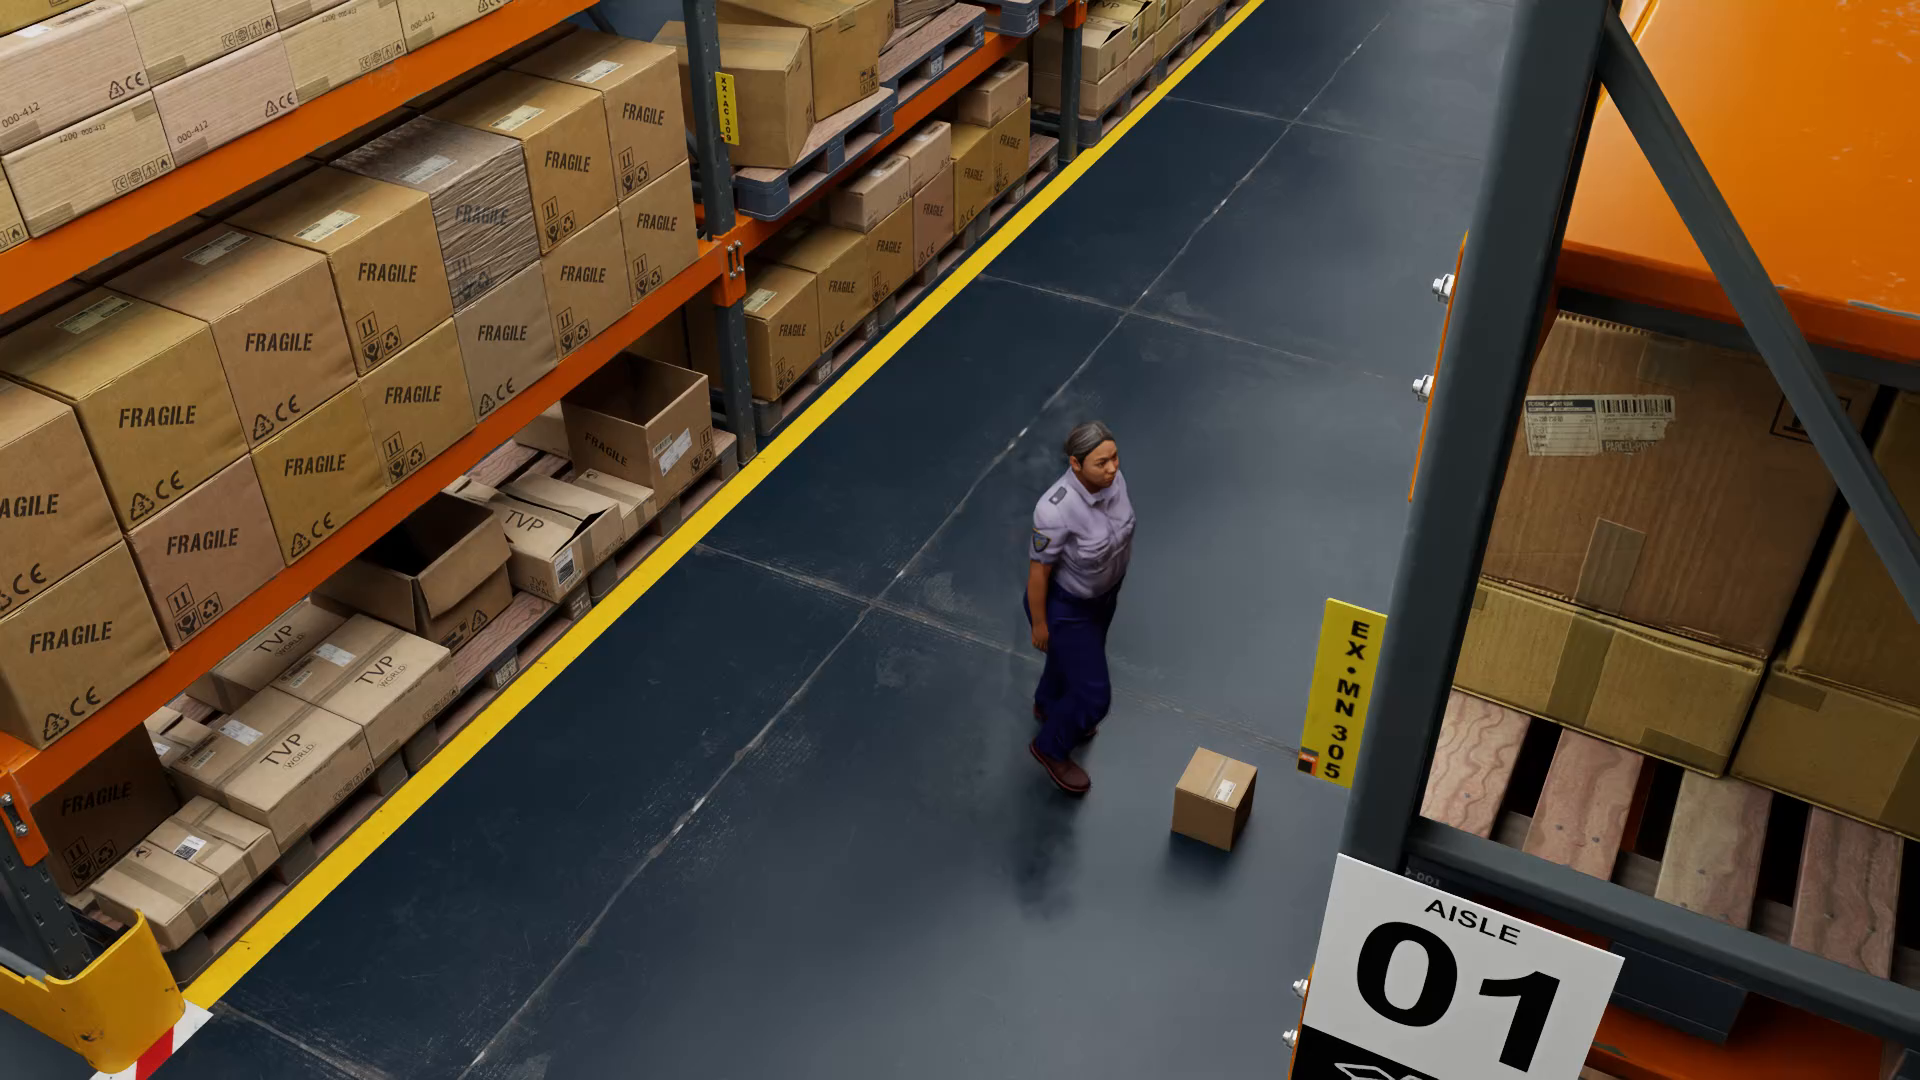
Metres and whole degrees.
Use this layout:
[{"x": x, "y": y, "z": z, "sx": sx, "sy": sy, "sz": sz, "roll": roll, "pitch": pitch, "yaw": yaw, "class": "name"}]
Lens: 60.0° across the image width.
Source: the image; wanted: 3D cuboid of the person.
[{"x": 0.468, "y": 0.229, "z": 6.443, "sx": 0.509, "sy": 1.631, "sz": 0.491, "roll": 25, "pitch": 44, "yaw": 28, "class": "person"}]
